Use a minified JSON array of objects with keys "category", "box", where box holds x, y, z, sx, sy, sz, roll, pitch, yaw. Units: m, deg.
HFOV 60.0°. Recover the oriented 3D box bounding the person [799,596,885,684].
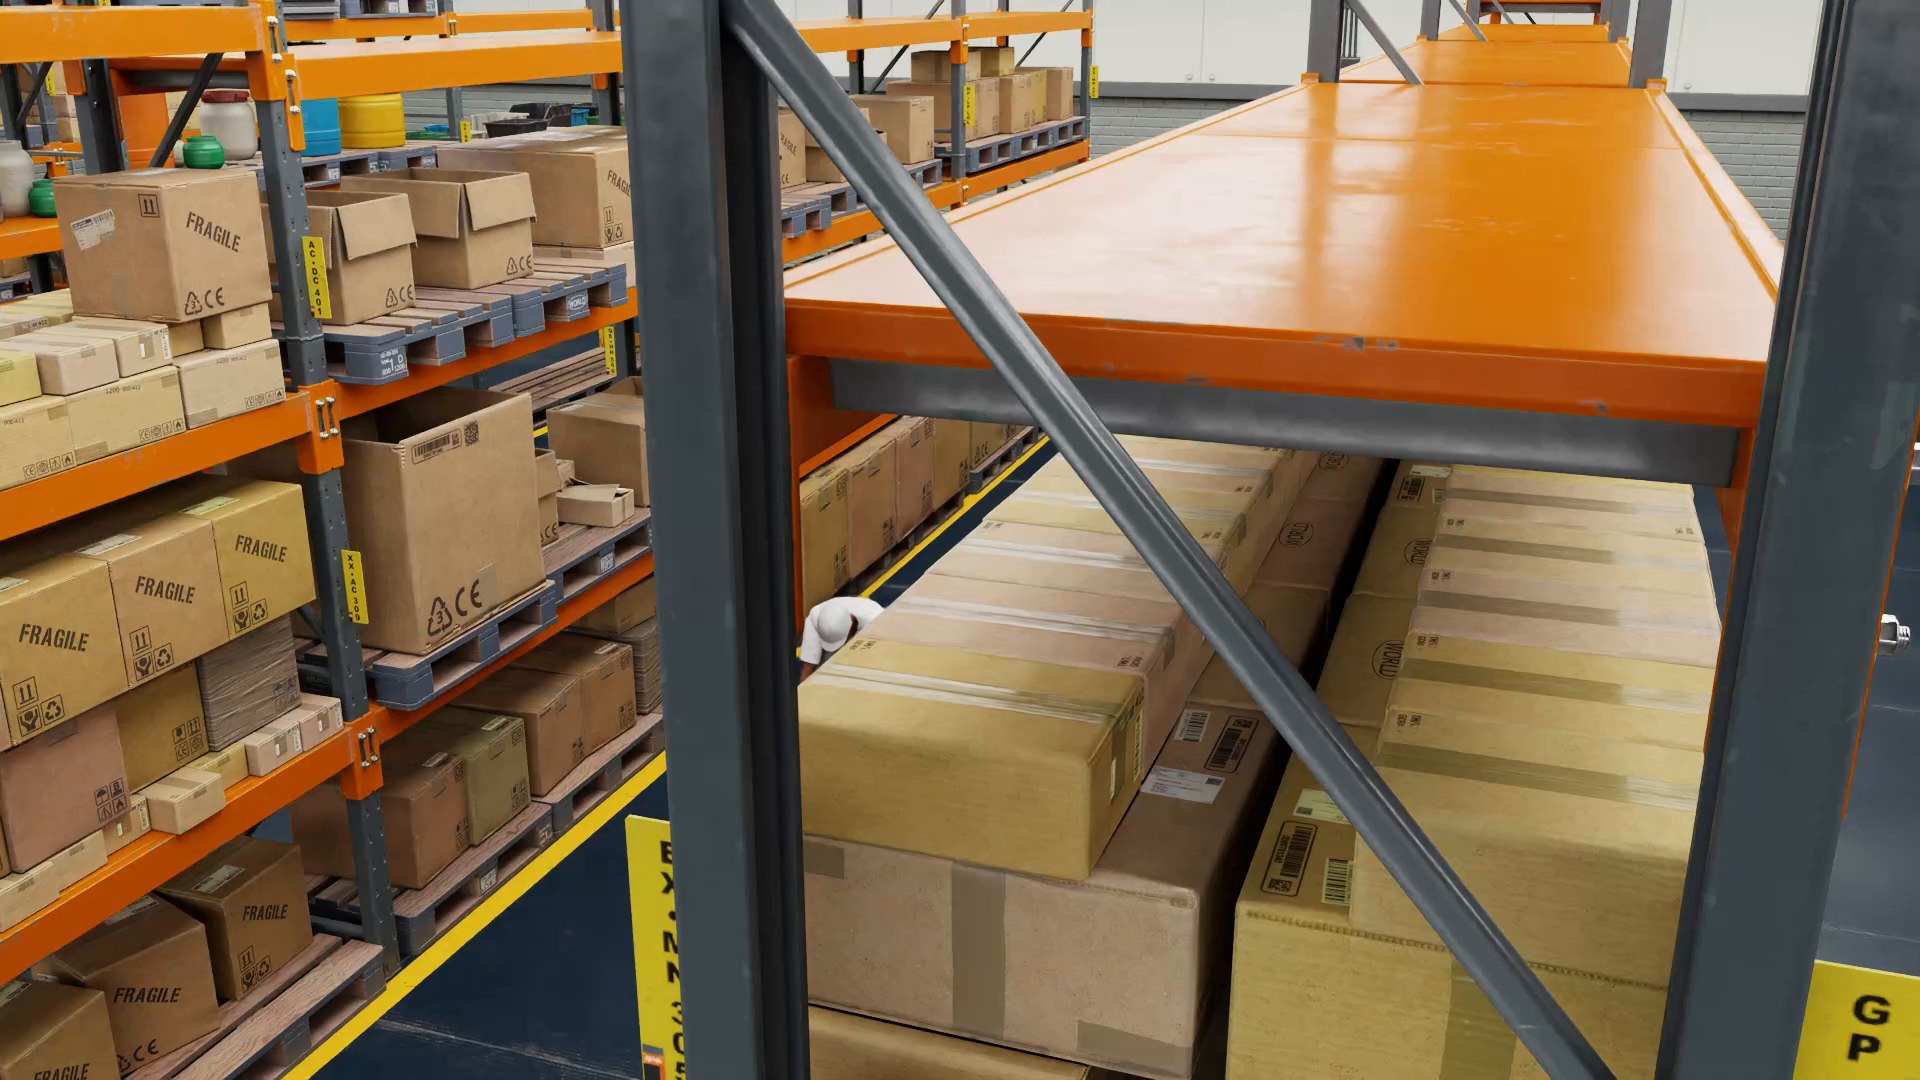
[{"category":"person","box":[-0.652,0.706,10.287,0.568,0.903,0.896,7,20,21]}]
